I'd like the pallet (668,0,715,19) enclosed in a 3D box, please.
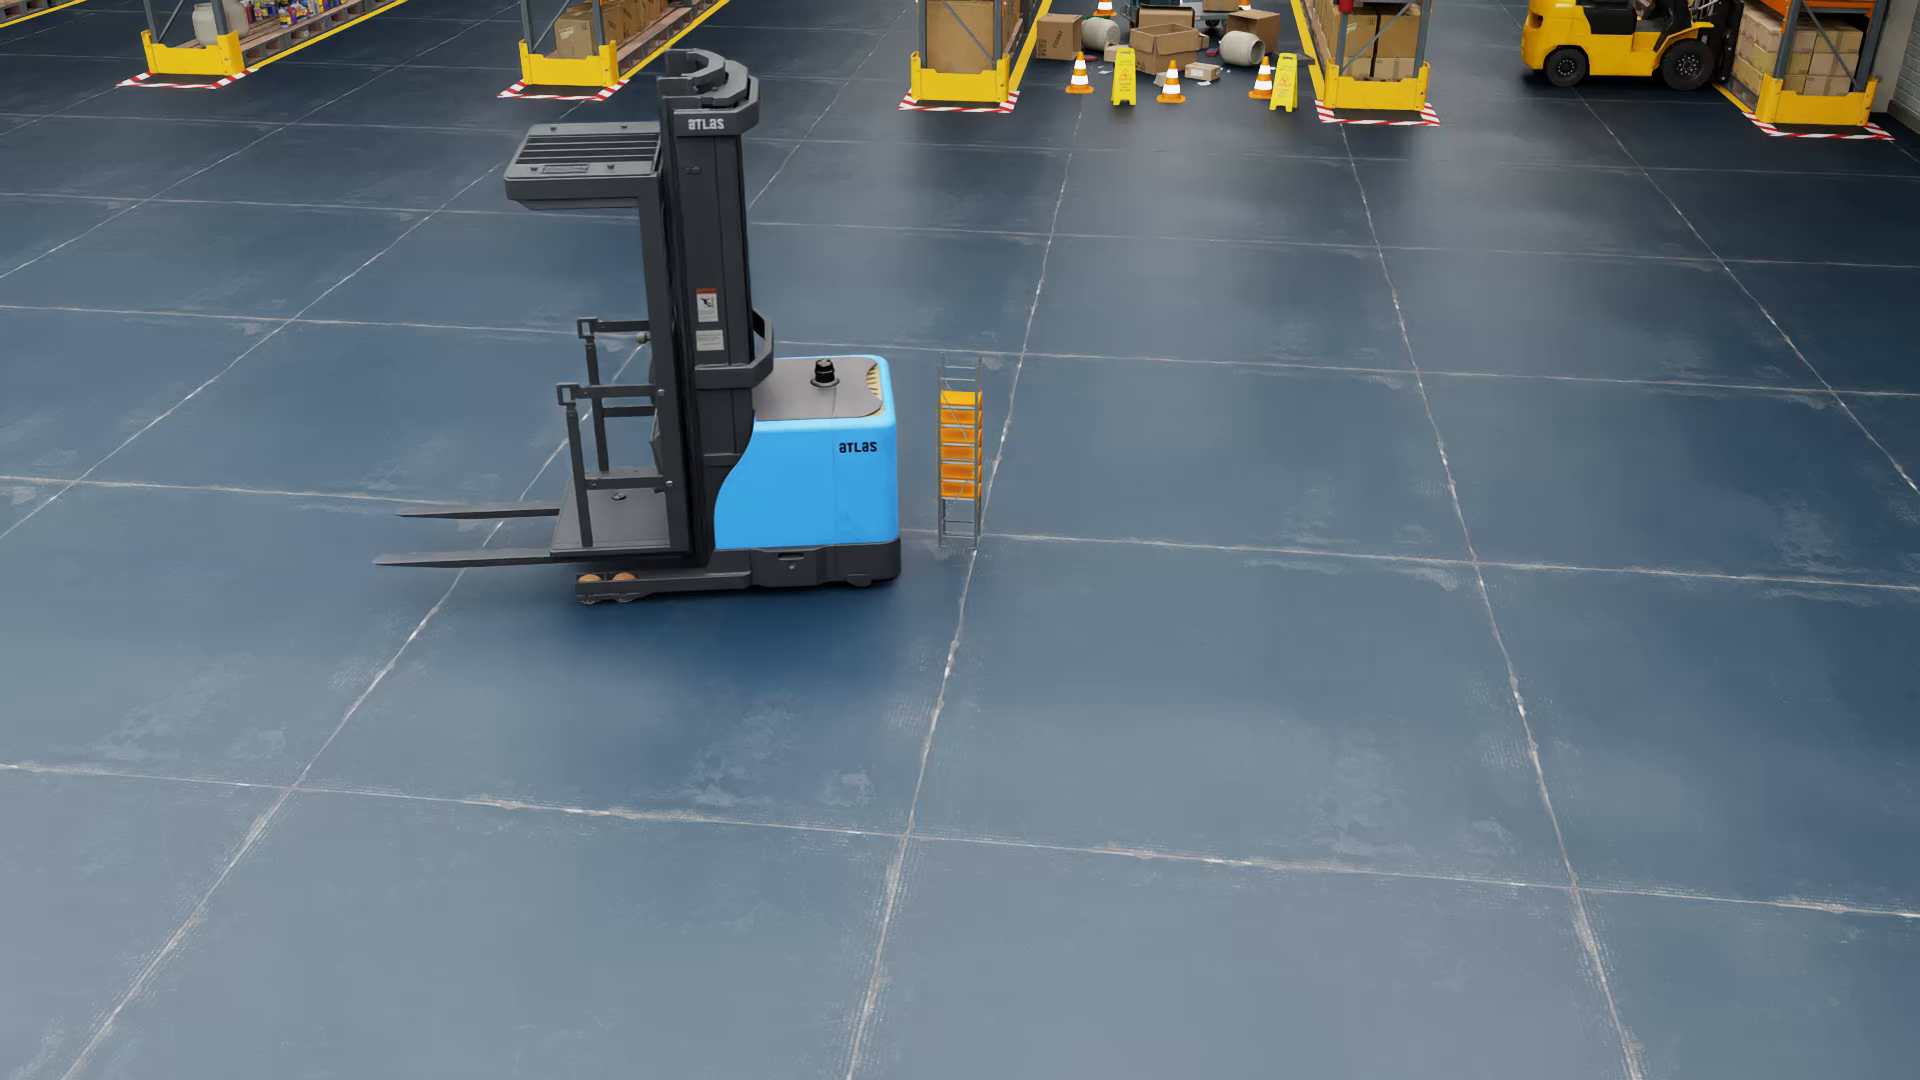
[{"bbox_3d":[-4.320,-8.077,25.020,1.003,0.211,1.213,3,28,6],"label":"pallet"}]

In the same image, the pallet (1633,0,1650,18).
[{"bbox_3d":[10.546,-7.773,24.455,1.003,0.211,1.213,3,28,6],"label":"pallet"}]

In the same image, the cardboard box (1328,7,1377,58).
[{"bbox_3d":[4.770,-6.176,20.217,0.500,0.500,0.500,4,29,7],"label":"cardboard box"}]

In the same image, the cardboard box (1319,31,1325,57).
[{"bbox_3d":[4.893,-6.340,21.312,0.500,0.250,0.500,2,28,4],"label":"cardboard box"}]

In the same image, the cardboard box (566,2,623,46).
[{"bbox_3d":[-4.772,-6.716,21.746,0.500,0.500,0.500,11,30,19],"label":"cardboard box"}]

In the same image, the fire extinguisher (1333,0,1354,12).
[{"bbox_3d":[4.460,-6.418,19.082,0.296,0.674,0.183,3,28,6],"label":"fire extinguisher"}]

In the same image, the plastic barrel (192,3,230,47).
[{"bbox_3d":[-9.815,-6.747,21.791,0.421,0.512,0.421,0,28,0],"label":"plastic barrel"}]

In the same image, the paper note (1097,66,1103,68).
[{"bbox_3d":[1.839,-6.176,21.703,0.032,0.001,0.123,20,34,32],"label":"paper note"}]

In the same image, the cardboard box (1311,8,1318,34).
[{"bbox_3d":[5.081,-7.075,22.675,0.500,0.250,0.500,2,28,4],"label":"cardboard box"}]

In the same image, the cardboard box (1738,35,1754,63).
[{"bbox_3d":[9.679,-5.870,19.912,0.500,0.250,0.500,3,28,6],"label":"cardboard box"}]

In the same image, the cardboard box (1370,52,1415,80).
[{"bbox_3d":[5.304,-5.817,20.342,0.500,0.250,0.500,3,28,6],"label":"cardboard box"}]

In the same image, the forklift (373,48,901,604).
[{"bbox_3d":[-1.893,-1.185,9.359,3.031,2.935,1.130,-2,28,-5],"label":"forklift"}]

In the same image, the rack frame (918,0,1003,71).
[{"bbox_3d":[0.006,-6.719,19.560,1.000,3.000,0.127,3,28,6],"label":"rack frame"}]

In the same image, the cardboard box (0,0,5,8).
[{"bbox_3d":[-14.203,-7.788,24.000,0.500,0.250,0.500,3,28,6],"label":"cardboard box"}]

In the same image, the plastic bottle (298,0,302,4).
[{"bbox_3d":[-9.315,-7.591,23.578,0.061,0.283,0.133,3,28,6],"label":"plastic bottle"}]

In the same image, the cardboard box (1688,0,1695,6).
[{"bbox_3d":[9.982,-7.060,22.122,0.500,0.250,0.500,3,28,6],"label":"cardboard box"}]

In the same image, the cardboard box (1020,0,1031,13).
[{"bbox_3d":[0.483,-8.094,24.041,1.050,0.750,0.750,3,28,6],"label":"cardboard box"}]

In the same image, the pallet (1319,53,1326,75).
[{"bbox_3d":[5.227,-6.241,21.611,1.003,0.211,1.213,3,28,6],"label":"pallet"}]

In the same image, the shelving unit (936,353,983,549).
[{"bbox_3d":[-0.002,-0.521,9.953,0.258,1.200,0.189,3,28,6],"label":"shelving unit"}]

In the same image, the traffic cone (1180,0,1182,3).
[{"bbox_3d":[3.227,-8.105,24.807,0.336,0.463,0.334,3,28,6],"label":"traffic cone"}]

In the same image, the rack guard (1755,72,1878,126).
[{"bbox_3d":[9.855,-5.081,19.154,1.175,0.500,0.348,3,28,6],"label":"rack guard"}]

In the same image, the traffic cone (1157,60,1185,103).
[{"bbox_3d":[2.560,-5.544,20.053,0.336,0.463,0.334,3,28,6],"label":"traffic cone"}]

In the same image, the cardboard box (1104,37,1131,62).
[{"bbox_3d":[2.113,-6.483,22.003,0.396,0.266,0.258,8,29,15],"label":"cardboard box"}]

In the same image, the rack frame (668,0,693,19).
[{"bbox_3d":[-4.414,-8.938,23.678,1.000,3.000,0.127,3,28,6],"label":"rack frame"}]

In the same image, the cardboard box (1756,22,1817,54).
[{"bbox_3d":[9.605,-5.842,19.333,0.500,0.250,0.500,4,29,8],"label":"cardboard box"}]

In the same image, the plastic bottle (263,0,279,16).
[{"bbox_3d":[-9.766,-7.579,23.563,0.152,0.276,0.135,3,28,6],"label":"plastic bottle"}]

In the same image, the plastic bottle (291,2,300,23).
[{"bbox_3d":[-9.247,-7.332,23.110,0.097,0.271,0.097,0,28,0],"label":"plastic bottle"}]

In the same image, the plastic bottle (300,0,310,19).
[{"bbox_3d":[-9.210,-7.475,23.375,0.097,0.271,0.097,0,28,0],"label":"plastic bottle"}]

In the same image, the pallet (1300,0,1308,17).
[{"bbox_3d":[5.662,-8.077,25.020,1.003,0.211,1.213,3,28,6],"label":"pallet"}]

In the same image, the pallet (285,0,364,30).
[{"bbox_3d":[-9.454,-7.685,24.292,1.003,0.211,1.213,3,28,6],"label":"pallet"}]

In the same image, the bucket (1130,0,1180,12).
[{"bbox_3d":[2.767,-7.632,23.103,0.726,0.611,0.620,14,21,24],"label":"bucket"}]

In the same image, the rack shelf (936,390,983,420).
[{"bbox_3d":[-0.002,-0.799,9.803,0.258,0.103,0.180,3,28,6],"label":"rack shelf"}]

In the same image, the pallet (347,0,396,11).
[{"bbox_3d":[-9.272,-8.370,25.564,1.003,0.211,1.213,3,28,6],"label":"pallet"}]

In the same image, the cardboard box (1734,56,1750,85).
[{"bbox_3d":[9.672,-5.640,20.013,0.500,0.250,0.500,3,28,6],"label":"cardboard box"}]

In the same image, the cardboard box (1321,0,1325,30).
[{"bbox_3d":[4.962,-6.908,21.576,0.500,0.500,0.500,5,29,9],"label":"cardboard box"}]

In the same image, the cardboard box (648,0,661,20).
[{"bbox_3d":[-4.566,-7.567,23.325,0.500,0.500,0.500,13,31,22],"label":"cardboard box"}]

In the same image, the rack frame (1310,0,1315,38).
[{"bbox_3d":[5.421,-8.362,22.609,1.000,3.000,0.127,3,28,6],"label":"rack frame"}]

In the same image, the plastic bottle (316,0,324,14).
[{"bbox_3d":[-9.186,-7.691,23.693,0.144,0.351,0.185,3,28,6],"label":"plastic bottle"}]

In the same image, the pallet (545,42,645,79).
[{"bbox_3d":[-4.760,-6.244,21.617,1.003,0.211,1.213,3,28,6],"label":"pallet"}]

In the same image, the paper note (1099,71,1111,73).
[{"bbox_3d":[1.878,-6.031,21.415,0.144,0.017,0.142,14,31,24],"label":"paper note"}]

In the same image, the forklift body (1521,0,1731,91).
[{"bbox_3d":[8.279,-6.818,20.637,2.313,2.155,1.214,3,28,6],"label":"forklift body"}]

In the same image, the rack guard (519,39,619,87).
[{"bbox_3d":[-4.895,-5.991,20.842,1.175,0.500,0.348,3,28,6],"label":"rack guard"}]

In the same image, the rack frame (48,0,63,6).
[{"bbox_3d":[-14.246,-9.516,24.750,1.000,3.000,0.127,3,28,6],"label":"rack frame"}]

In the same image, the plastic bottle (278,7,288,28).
[{"bbox_3d":[-9.289,-7.171,22.811,0.097,0.271,0.097,0,28,0],"label":"plastic bottle"}]

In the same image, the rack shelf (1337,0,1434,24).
[{"bbox_3d":[5.176,-7.104,21.032,1.077,0.370,4.000,3,28,6],"label":"rack shelf"}]

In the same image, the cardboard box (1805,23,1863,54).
[{"bbox_3d":[10.104,-5.822,19.297,0.500,0.250,0.500,3,28,5],"label":"cardboard box"}]

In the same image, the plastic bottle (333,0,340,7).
[{"bbox_3d":[-9.123,-7.934,24.143,0.144,0.351,0.185,3,28,5],"label":"plastic bottle"}]

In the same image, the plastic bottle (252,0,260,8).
[{"bbox_3d":[-9.939,-7.521,23.377,0.144,0.351,0.185,5,29,8],"label":"plastic bottle"}]

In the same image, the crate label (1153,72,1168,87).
[{"bbox_3d":[2.595,-5.775,20.824,0.250,0.136,0.298,-11,30,-20],"label":"crate label"}]

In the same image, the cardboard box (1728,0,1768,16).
[{"bbox_3d":[9.783,-6.559,20.664,0.500,0.250,0.500,3,28,5],"label":"cardboard box"}]

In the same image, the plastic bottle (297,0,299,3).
[{"bbox_3d":[-9.711,-7.940,24.225,0.061,0.283,0.133,3,28,6],"label":"plastic bottle"}]

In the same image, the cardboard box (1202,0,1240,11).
[{"bbox_3d":[3.651,-7.684,23.188,0.500,0.500,0.500,3,28,6],"label":"cardboard box"}]

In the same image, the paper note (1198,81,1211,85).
[{"bbox_3d":[3.071,-5.733,20.859,0.148,0.019,0.142,-6,29,-11],"label":"paper note"}]

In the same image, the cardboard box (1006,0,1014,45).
[{"bbox_3d":[0.243,-7.135,22.129,0.875,0.875,0.875,4,29,7],"label":"cardboard box"}]

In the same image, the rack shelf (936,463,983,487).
[{"bbox_3d":[-0.002,-0.377,10.031,0.258,0.103,0.180,3,28,6],"label":"rack shelf"}]

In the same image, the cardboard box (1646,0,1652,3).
[{"bbox_3d":[10.593,-8.180,24.332,0.875,0.625,0.625,2,28,4],"label":"cardboard box"}]

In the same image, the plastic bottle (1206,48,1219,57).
[{"bbox_3d":[3.402,-6.570,22.381,0.133,0.061,0.283,8,29,15],"label":"plastic bottle"}]
